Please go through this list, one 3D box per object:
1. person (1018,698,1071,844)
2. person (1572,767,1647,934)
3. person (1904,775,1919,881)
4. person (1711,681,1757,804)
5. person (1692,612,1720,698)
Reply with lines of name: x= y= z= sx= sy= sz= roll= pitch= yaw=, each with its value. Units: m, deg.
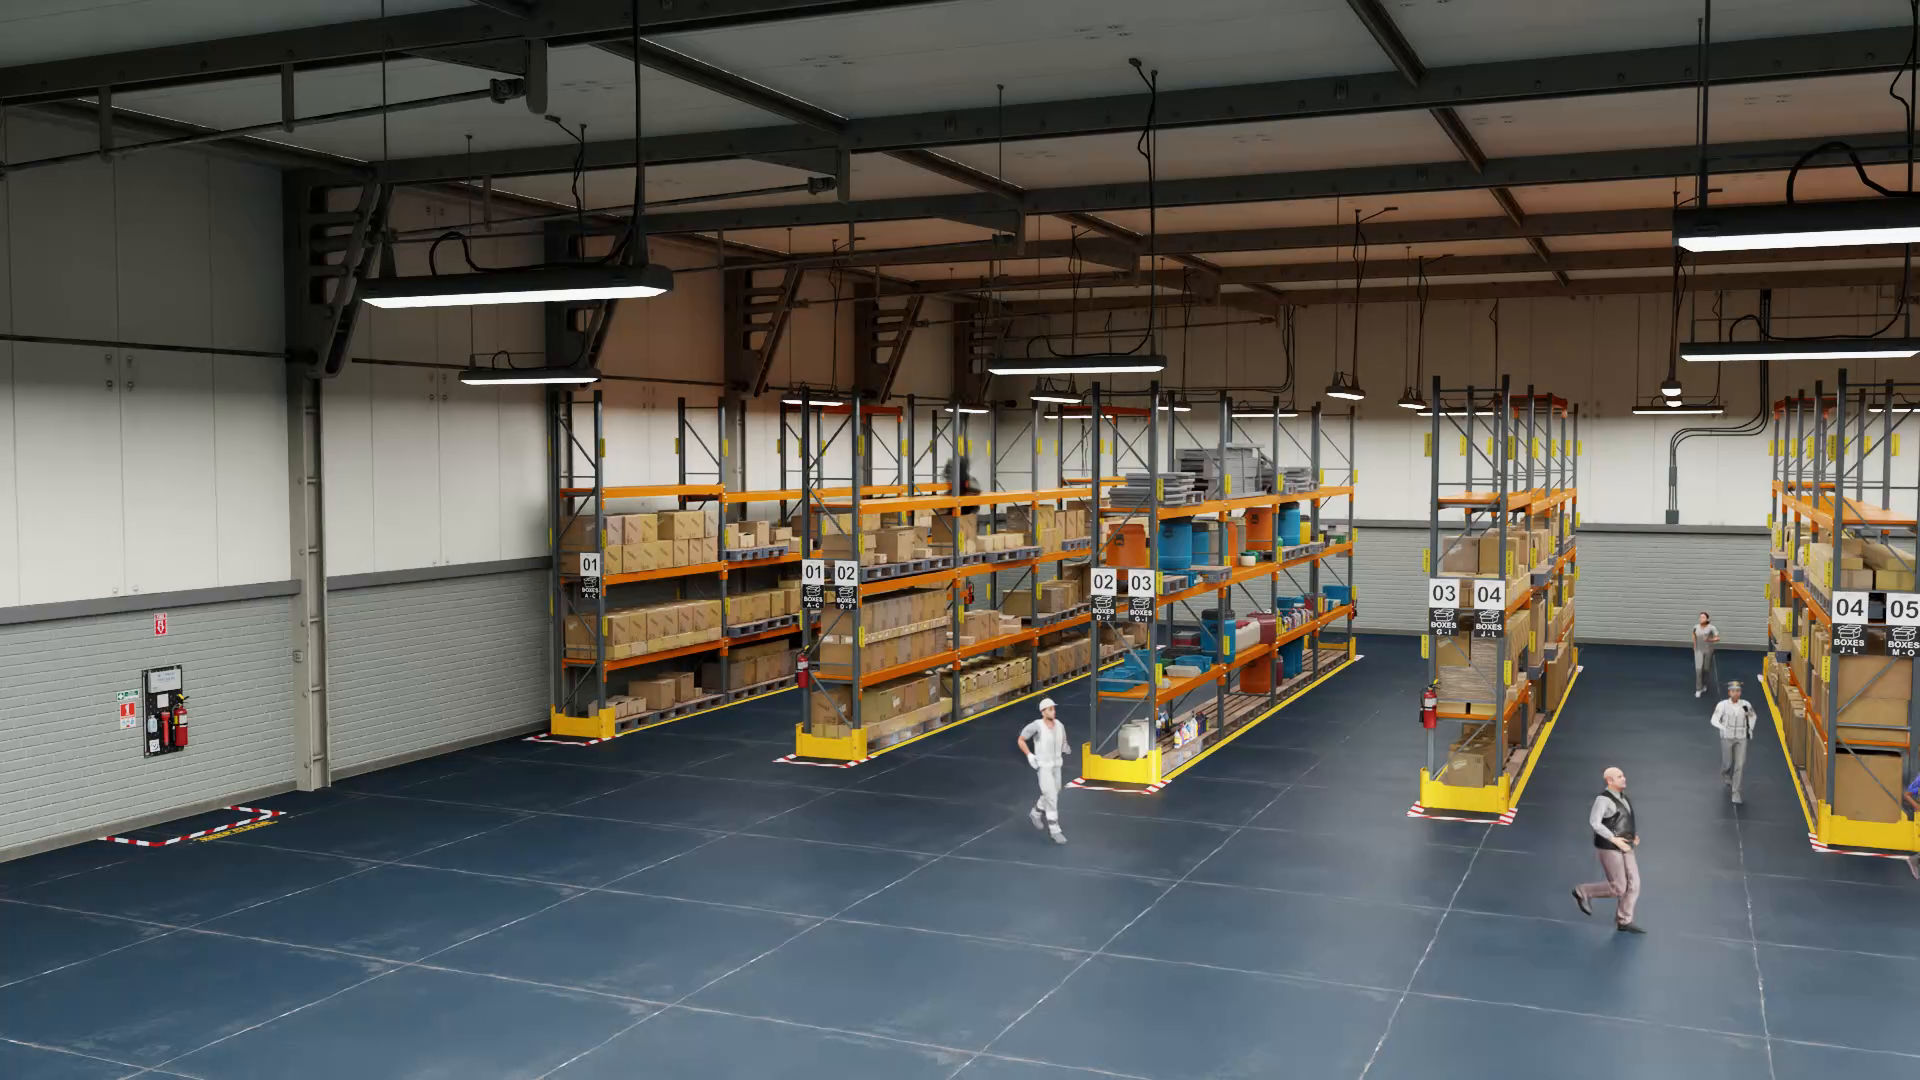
person: x=1.114 y=2.921 z=21.304 sx=0.651 sy=1.796 sz=0.862 roll=-2 pitch=4 yaw=-36
person: x=6.771 y=3.200 z=17.260 sx=0.673 sy=1.688 sz=0.762 roll=-3 pitch=4 yaw=-43
person: x=10.895 y=3.158 z=18.582 sx=0.589 sy=1.623 sz=0.834 roll=-1 pitch=3 yaw=-18
person: x=11.070 y=2.853 z=23.778 sx=0.617 sy=1.700 sz=0.882 roll=1 pitch=3 yaw=18
person: x=15.085 y=2.305 z=33.668 sx=0.549 sy=1.701 sz=0.874 roll=2 pitch=4 yaw=31
